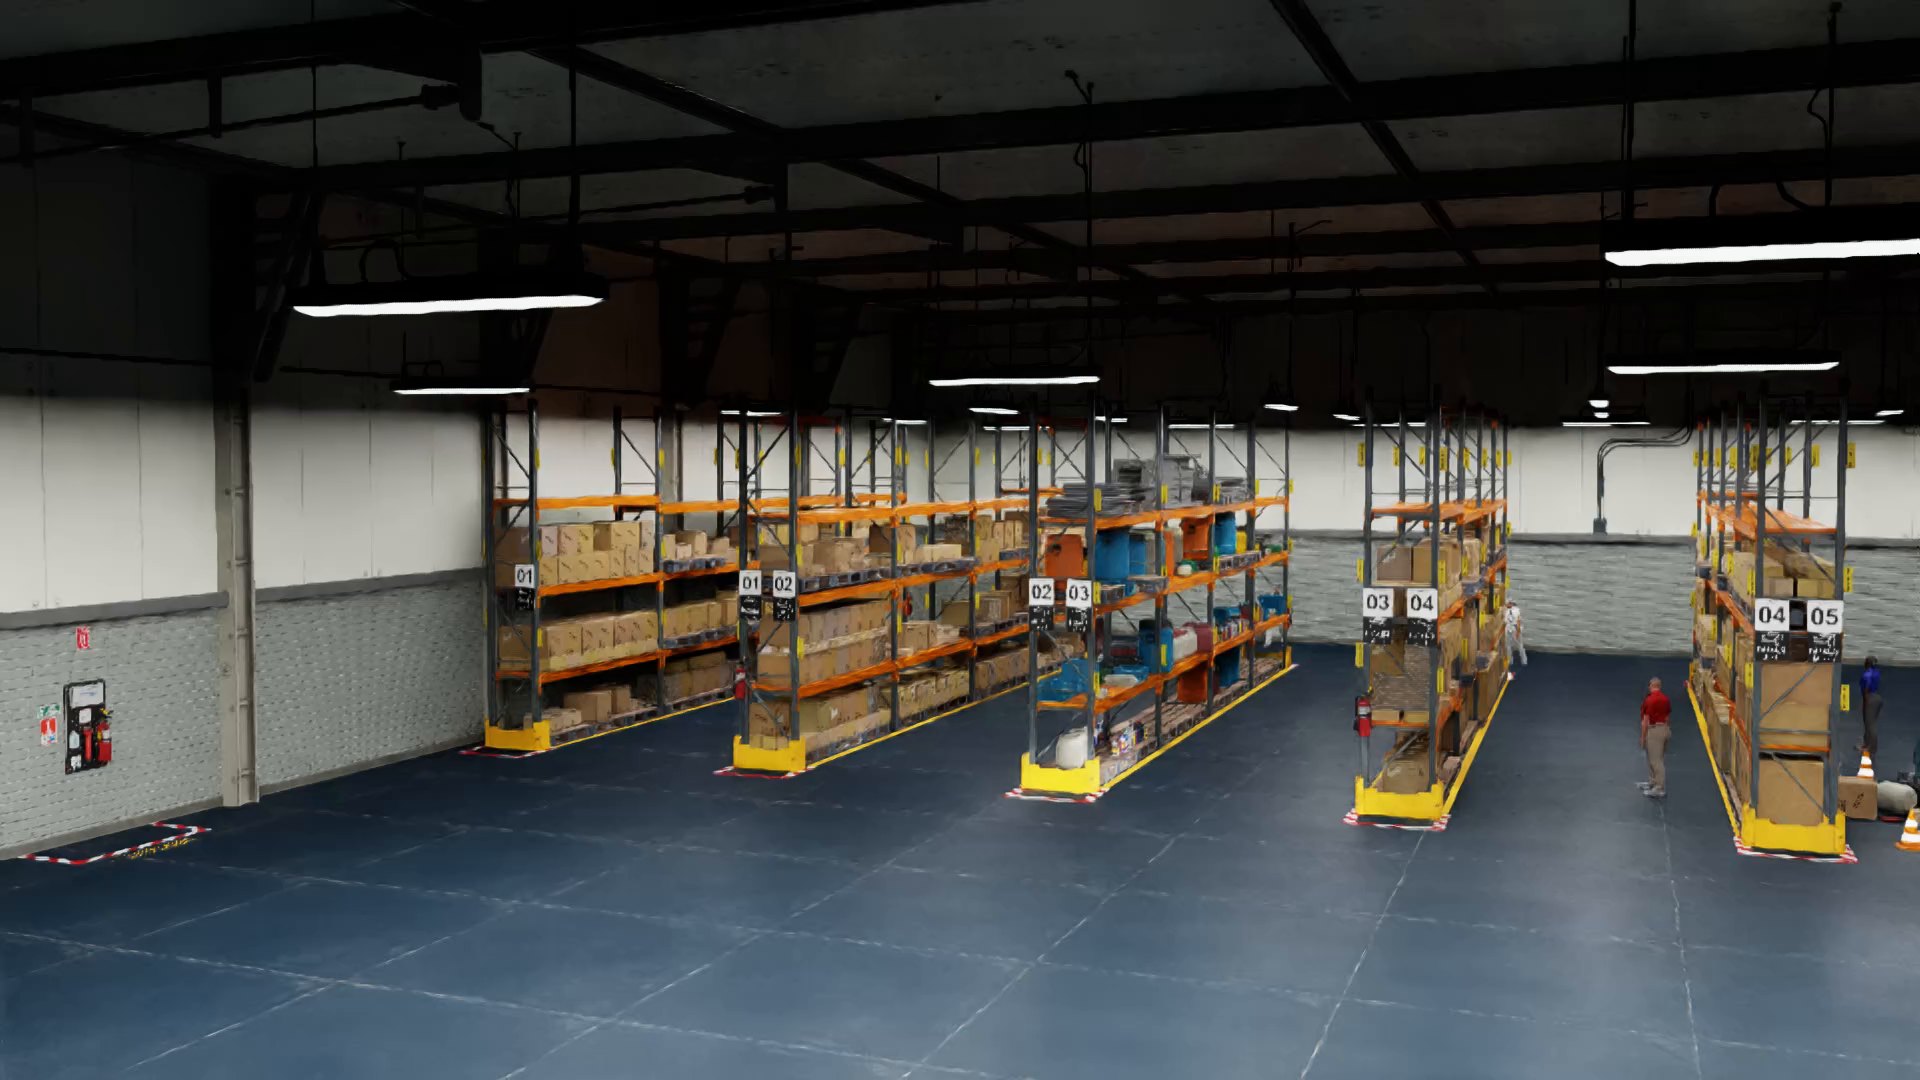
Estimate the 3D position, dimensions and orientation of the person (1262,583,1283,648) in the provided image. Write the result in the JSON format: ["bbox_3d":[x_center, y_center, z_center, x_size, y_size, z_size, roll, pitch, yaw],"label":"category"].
[{"bbox_3d":[8.340,1.979,43.798,0.533,1.696,1.040,2,3,30],"label":"person"}]

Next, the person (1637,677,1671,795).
[{"bbox_3d":[10.335,2.942,24.805,0.653,1.640,0.586,-2,4,-38],"label":"person"}]

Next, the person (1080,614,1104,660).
[{"bbox_3d":[3.001,2.269,37.824,0.598,1.698,1.192,1,3,24],"label":"person"}]

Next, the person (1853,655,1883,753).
[{"bbox_3d":[15.408,2.796,28.235,0.497,1.608,0.468,-2,4,-39],"label":"person"}]

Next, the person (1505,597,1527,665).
[{"bbox_3d":[13.397,2.205,40.146,0.576,1.650,0.530,-1,3,-19],"label":"person"}]
